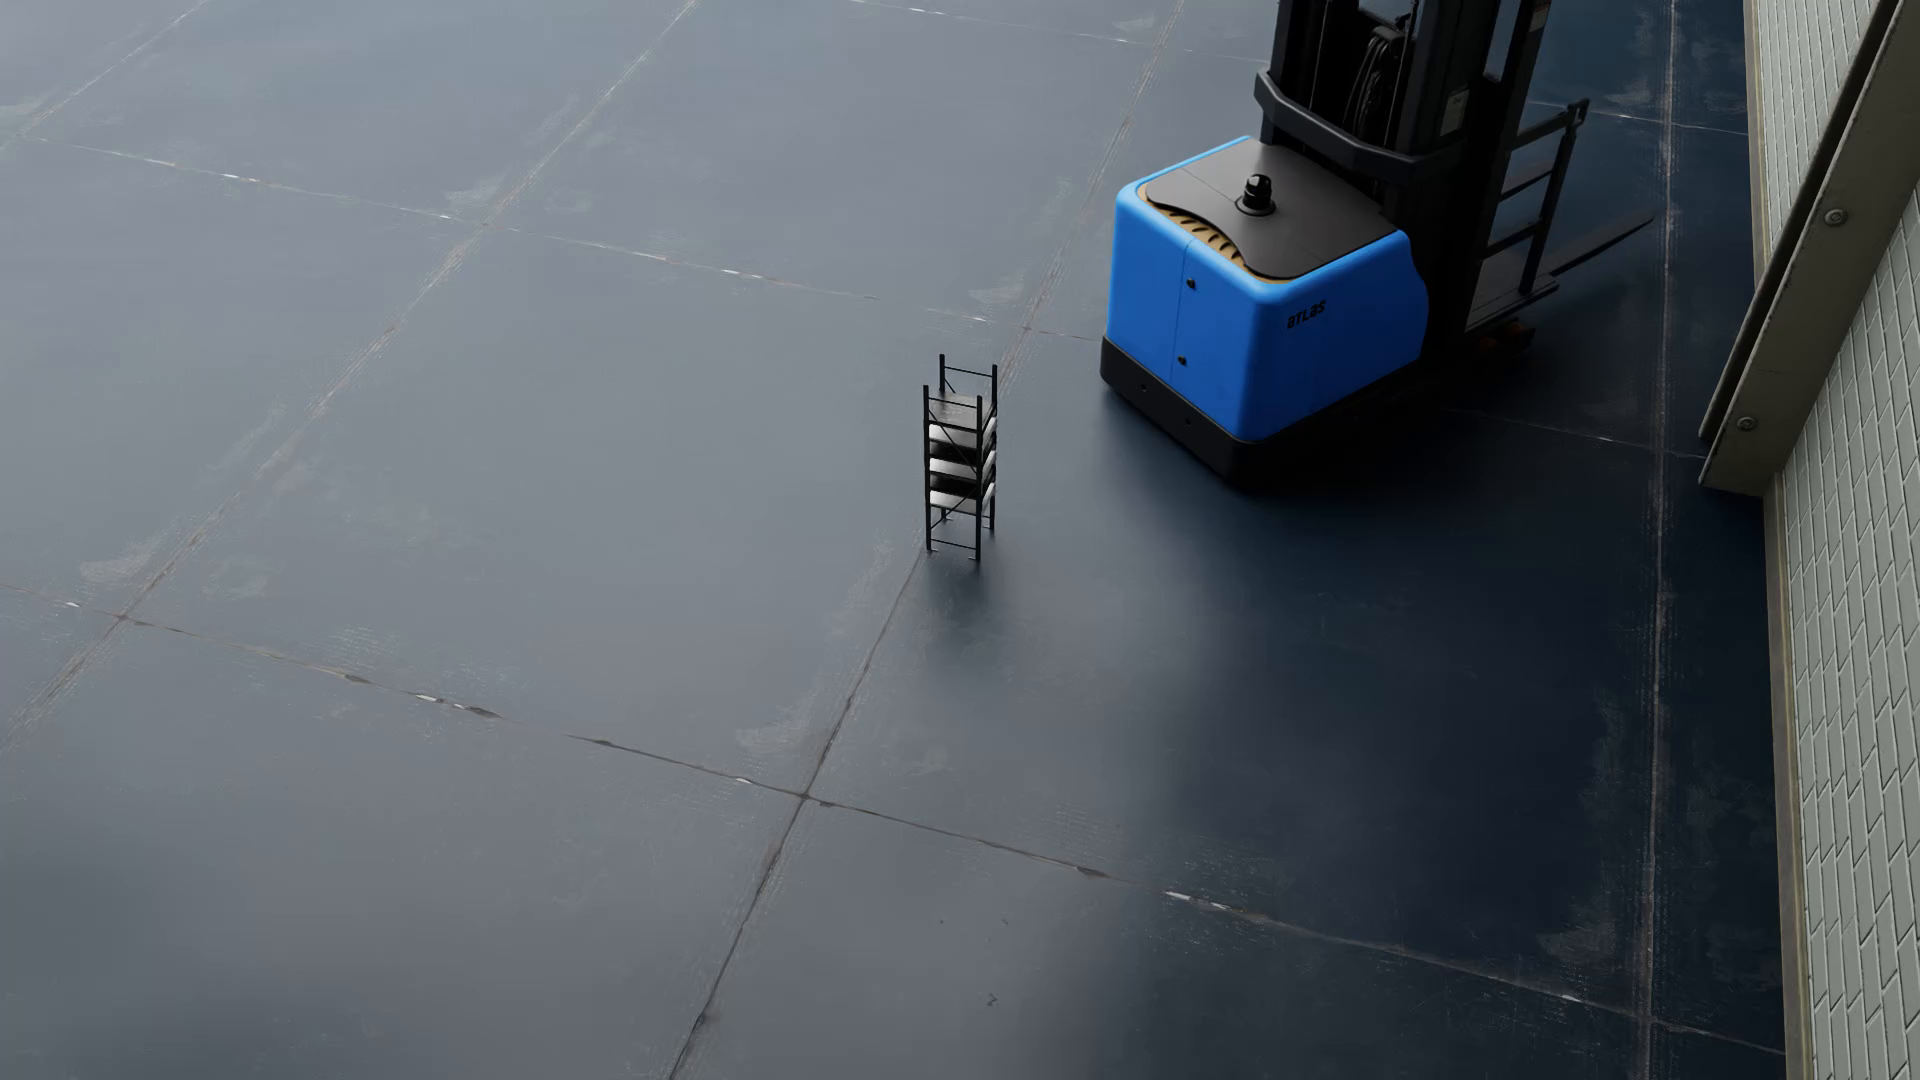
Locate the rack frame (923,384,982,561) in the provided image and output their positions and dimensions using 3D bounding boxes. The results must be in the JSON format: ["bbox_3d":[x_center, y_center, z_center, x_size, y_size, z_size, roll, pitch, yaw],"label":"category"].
[{"bbox_3d":[-0.028,-0.259,6.771,0.240,0.900,0.006,13,46,13],"label":"rack frame"}]

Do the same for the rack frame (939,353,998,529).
[{"bbox_3d":[0.033,-0.395,6.909,0.240,0.900,0.006,13,46,13],"label":"rack frame"}]

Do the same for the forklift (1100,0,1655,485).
[{"bbox_3d":[2.151,-2.127,7.226,3.031,2.935,1.130,-27,50,-25],"label":"forklift"}]

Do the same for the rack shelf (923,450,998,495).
[{"bbox_3d":[0.002,-0.303,6.863,0.258,0.077,0.200,13,46,13],"label":"rack shelf"}]

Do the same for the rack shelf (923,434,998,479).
[{"bbox_3d":[0.002,-0.368,6.800,0.258,0.077,0.200,13,46,13],"label":"rack shelf"}]

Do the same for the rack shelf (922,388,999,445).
[{"bbox_3d":[0.002,-0.496,6.674,0.258,0.077,0.200,13,46,13],"label":"rack shelf"}]

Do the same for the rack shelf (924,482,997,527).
[{"bbox_3d":[0.002,-0.175,6.989,0.258,0.077,0.200,13,46,13],"label":"rack shelf"}]

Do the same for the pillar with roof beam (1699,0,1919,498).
[{"bbox_3d":[-0.608,-4.472,5.285,9.100,9.000,0.400,13,46,13],"label":"pillar with roof beam"}]

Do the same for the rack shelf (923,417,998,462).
[{"bbox_3d":[0.002,-0.432,6.737,0.258,0.077,0.200,13,46,13],"label":"rack shelf"}]

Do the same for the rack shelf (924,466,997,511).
[{"bbox_3d":[0.002,-0.239,6.926,0.258,0.077,0.200,13,46,13],"label":"rack shelf"}]

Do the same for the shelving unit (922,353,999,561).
[{"bbox_3d":[0.002,-0.327,6.840,0.258,0.900,0.210,13,46,13],"label":"shelving unit"}]
